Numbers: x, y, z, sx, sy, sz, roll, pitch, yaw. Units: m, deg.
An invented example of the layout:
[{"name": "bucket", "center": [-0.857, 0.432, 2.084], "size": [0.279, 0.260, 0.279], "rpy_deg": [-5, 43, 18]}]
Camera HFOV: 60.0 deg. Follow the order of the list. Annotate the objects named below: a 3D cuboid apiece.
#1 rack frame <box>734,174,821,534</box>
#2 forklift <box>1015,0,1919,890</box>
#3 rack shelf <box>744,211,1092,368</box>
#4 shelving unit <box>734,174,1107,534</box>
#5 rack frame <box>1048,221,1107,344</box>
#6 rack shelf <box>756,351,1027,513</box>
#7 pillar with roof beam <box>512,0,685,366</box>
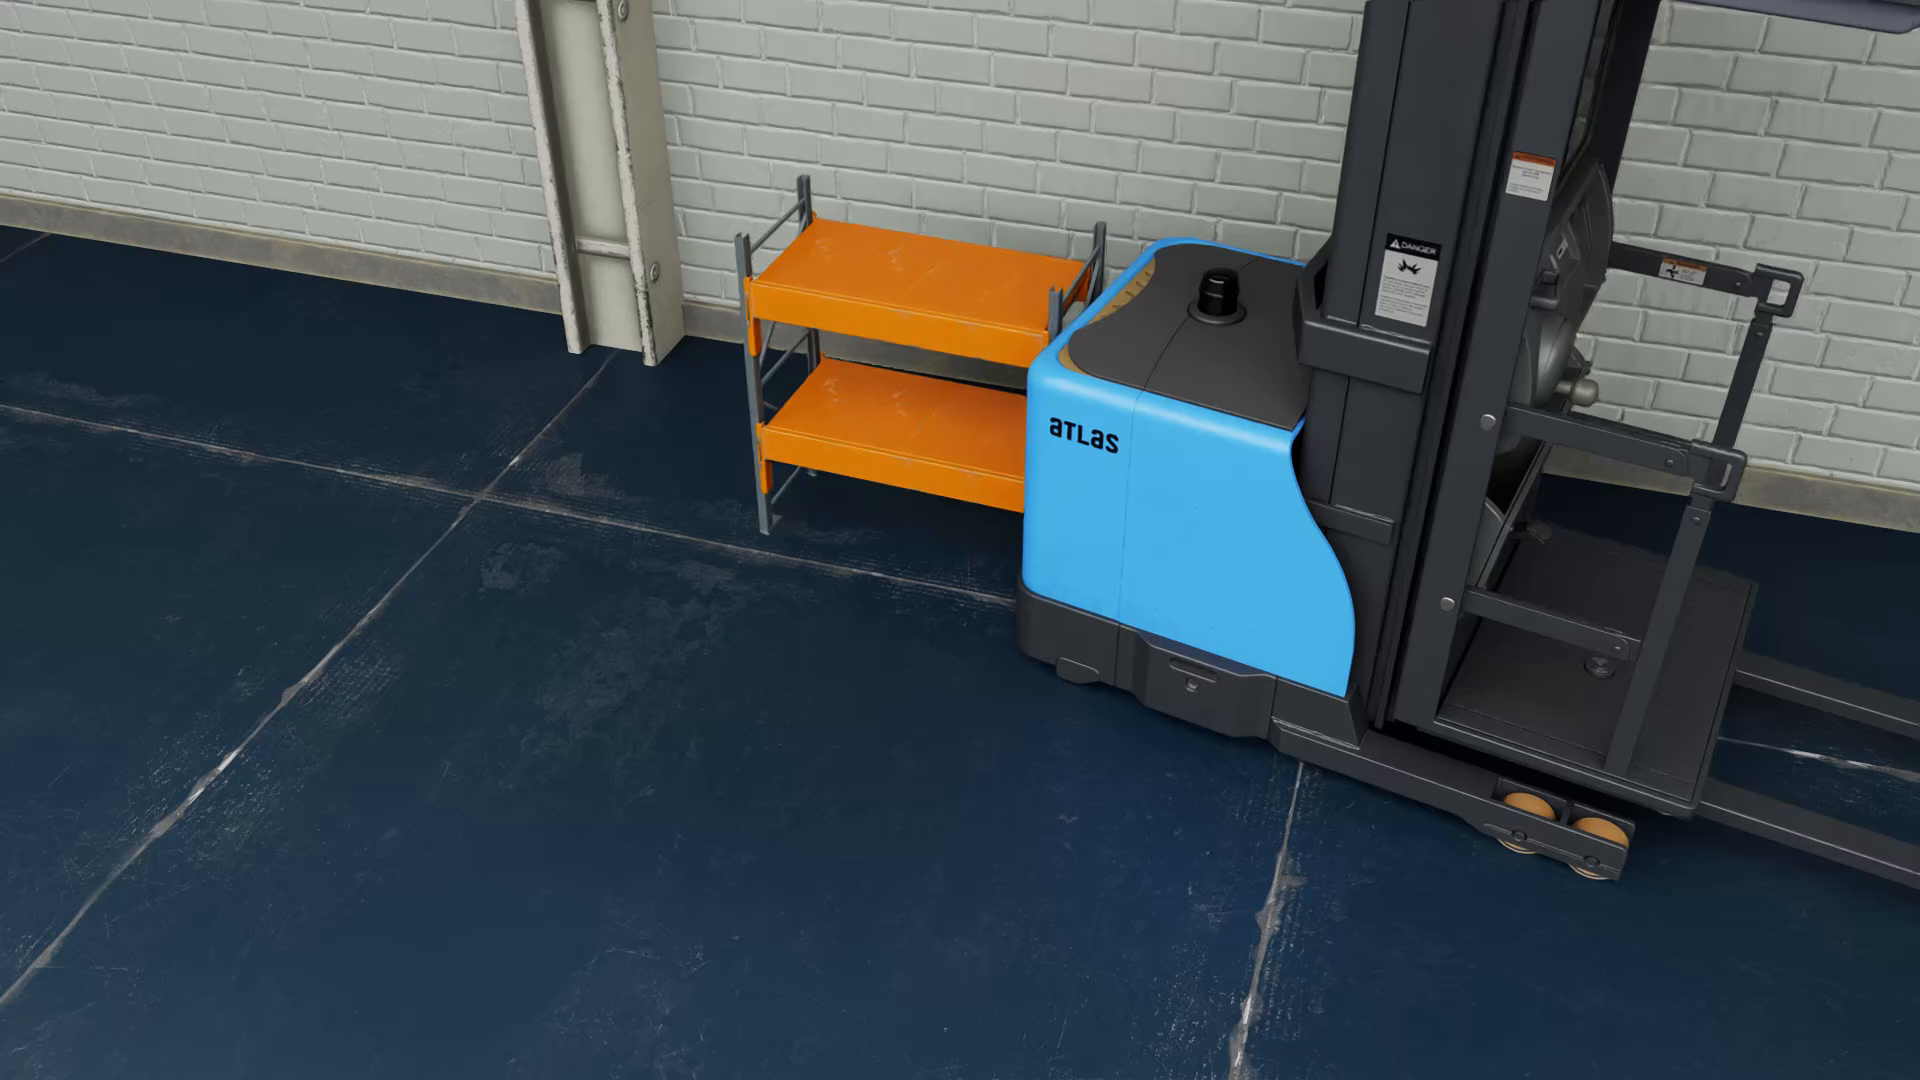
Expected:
[{"name": "rack frame", "center": [-0.595, -0.614, 5.636], "size": [0.032, 1.125, 0.500], "rpy_deg": [12, 38, 16]}, {"name": "forklift", "center": [1.714, -0.625, 4.126], "size": [3.031, 2.935, 1.130], "rpy_deg": [18, 40, 23]}, {"name": "rack shelf", "center": [-0.118, -0.746, 5.321], "size": [1.000, 0.278, 0.538], "rpy_deg": [12, 38, 16]}, {"name": "shelving unit", "center": [-0.118, -0.510, 5.494], "size": [1.048, 1.125, 0.538], "rpy_deg": [12, 38, 16]}, {"name": "rack frame", "center": [0.359, -0.406, 5.353], "size": [0.032, 1.125, 0.500], "rpy_deg": [12, 38, 16]}, {"name": "rack shelf", "center": [-0.118, -0.313, 5.639], "size": [1.000, 0.278, 0.538], "rpy_deg": [12, 38, 16]}, {"name": "pillar with roof beam", "center": [-2.652, -2.009, 0.889], "size": [0.400, 9.000, 9.100], "rpy_deg": [10, 38, 14]}]
